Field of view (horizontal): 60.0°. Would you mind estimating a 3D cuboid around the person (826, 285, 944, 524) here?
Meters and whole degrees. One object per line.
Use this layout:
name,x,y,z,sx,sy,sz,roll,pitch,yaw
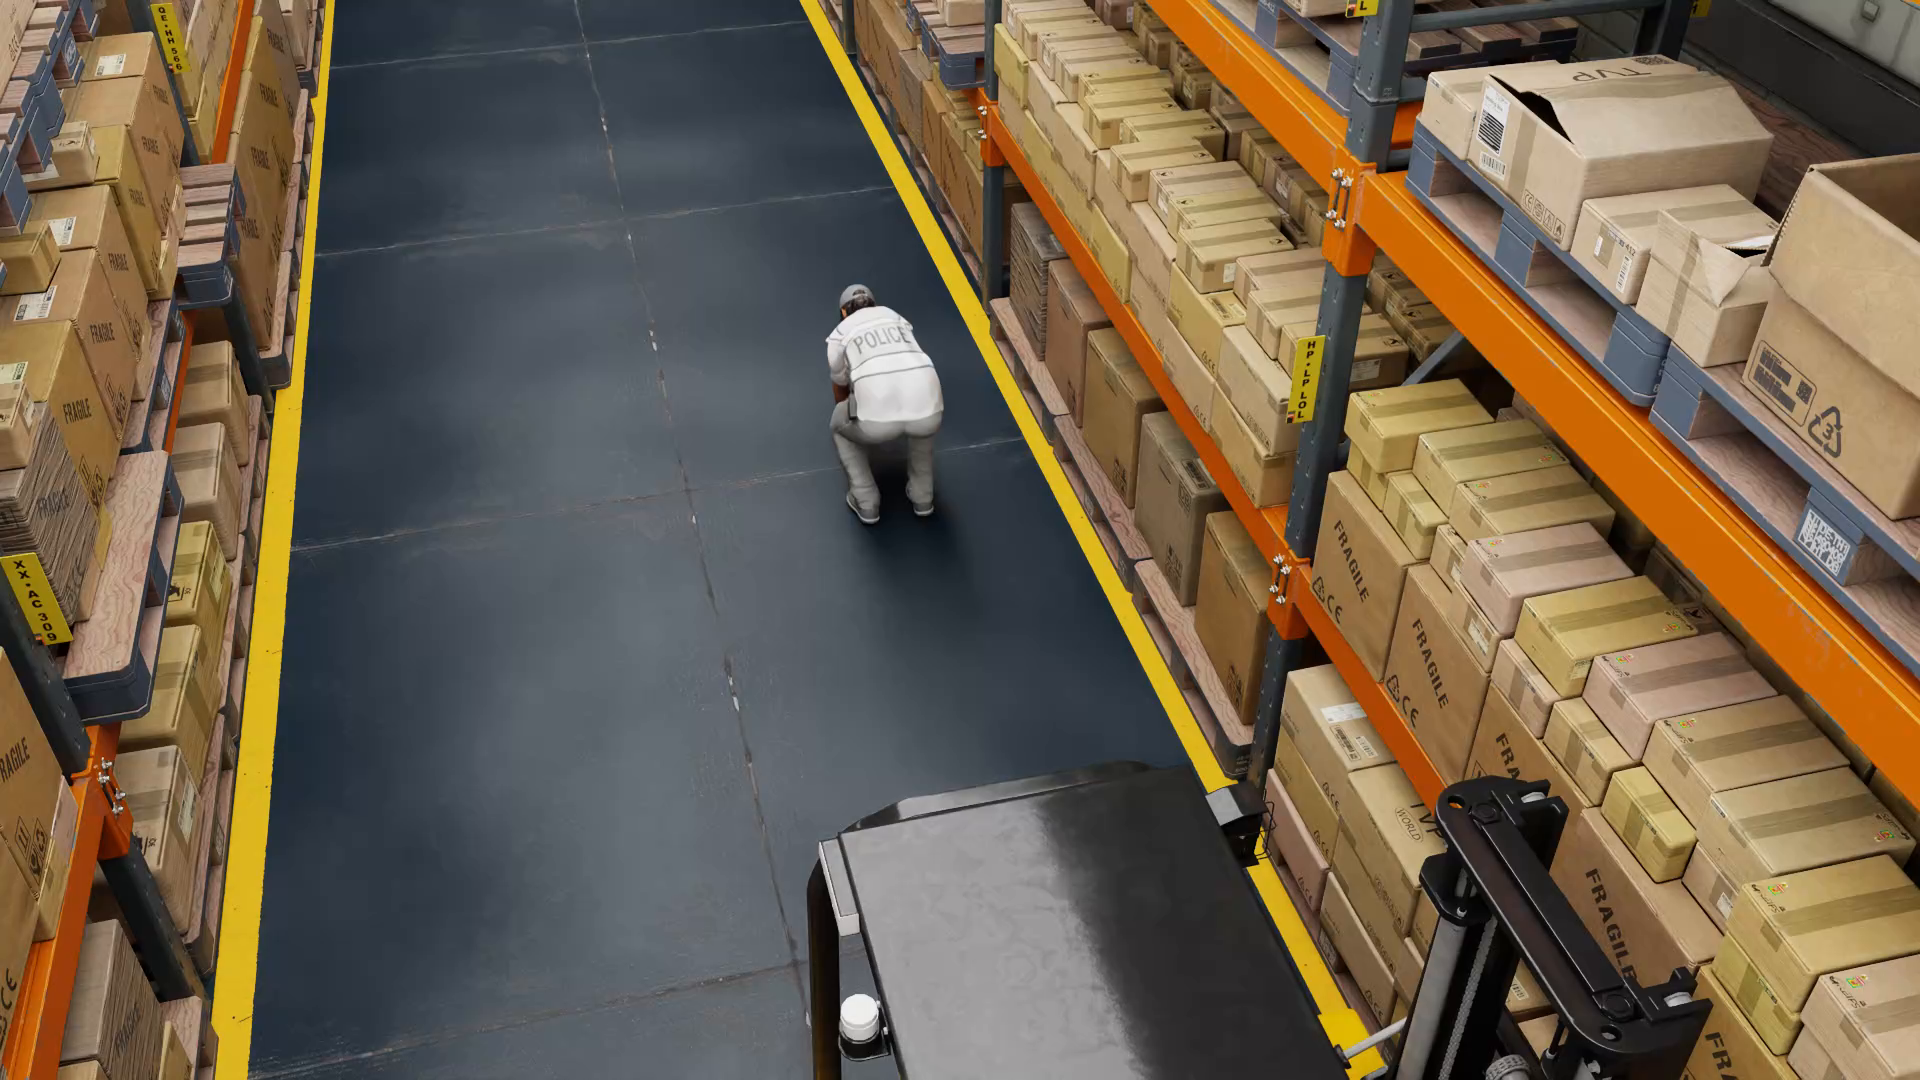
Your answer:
person,-0.380,-0.638,8.083,0.521,0.966,0.935,-10,40,-13
